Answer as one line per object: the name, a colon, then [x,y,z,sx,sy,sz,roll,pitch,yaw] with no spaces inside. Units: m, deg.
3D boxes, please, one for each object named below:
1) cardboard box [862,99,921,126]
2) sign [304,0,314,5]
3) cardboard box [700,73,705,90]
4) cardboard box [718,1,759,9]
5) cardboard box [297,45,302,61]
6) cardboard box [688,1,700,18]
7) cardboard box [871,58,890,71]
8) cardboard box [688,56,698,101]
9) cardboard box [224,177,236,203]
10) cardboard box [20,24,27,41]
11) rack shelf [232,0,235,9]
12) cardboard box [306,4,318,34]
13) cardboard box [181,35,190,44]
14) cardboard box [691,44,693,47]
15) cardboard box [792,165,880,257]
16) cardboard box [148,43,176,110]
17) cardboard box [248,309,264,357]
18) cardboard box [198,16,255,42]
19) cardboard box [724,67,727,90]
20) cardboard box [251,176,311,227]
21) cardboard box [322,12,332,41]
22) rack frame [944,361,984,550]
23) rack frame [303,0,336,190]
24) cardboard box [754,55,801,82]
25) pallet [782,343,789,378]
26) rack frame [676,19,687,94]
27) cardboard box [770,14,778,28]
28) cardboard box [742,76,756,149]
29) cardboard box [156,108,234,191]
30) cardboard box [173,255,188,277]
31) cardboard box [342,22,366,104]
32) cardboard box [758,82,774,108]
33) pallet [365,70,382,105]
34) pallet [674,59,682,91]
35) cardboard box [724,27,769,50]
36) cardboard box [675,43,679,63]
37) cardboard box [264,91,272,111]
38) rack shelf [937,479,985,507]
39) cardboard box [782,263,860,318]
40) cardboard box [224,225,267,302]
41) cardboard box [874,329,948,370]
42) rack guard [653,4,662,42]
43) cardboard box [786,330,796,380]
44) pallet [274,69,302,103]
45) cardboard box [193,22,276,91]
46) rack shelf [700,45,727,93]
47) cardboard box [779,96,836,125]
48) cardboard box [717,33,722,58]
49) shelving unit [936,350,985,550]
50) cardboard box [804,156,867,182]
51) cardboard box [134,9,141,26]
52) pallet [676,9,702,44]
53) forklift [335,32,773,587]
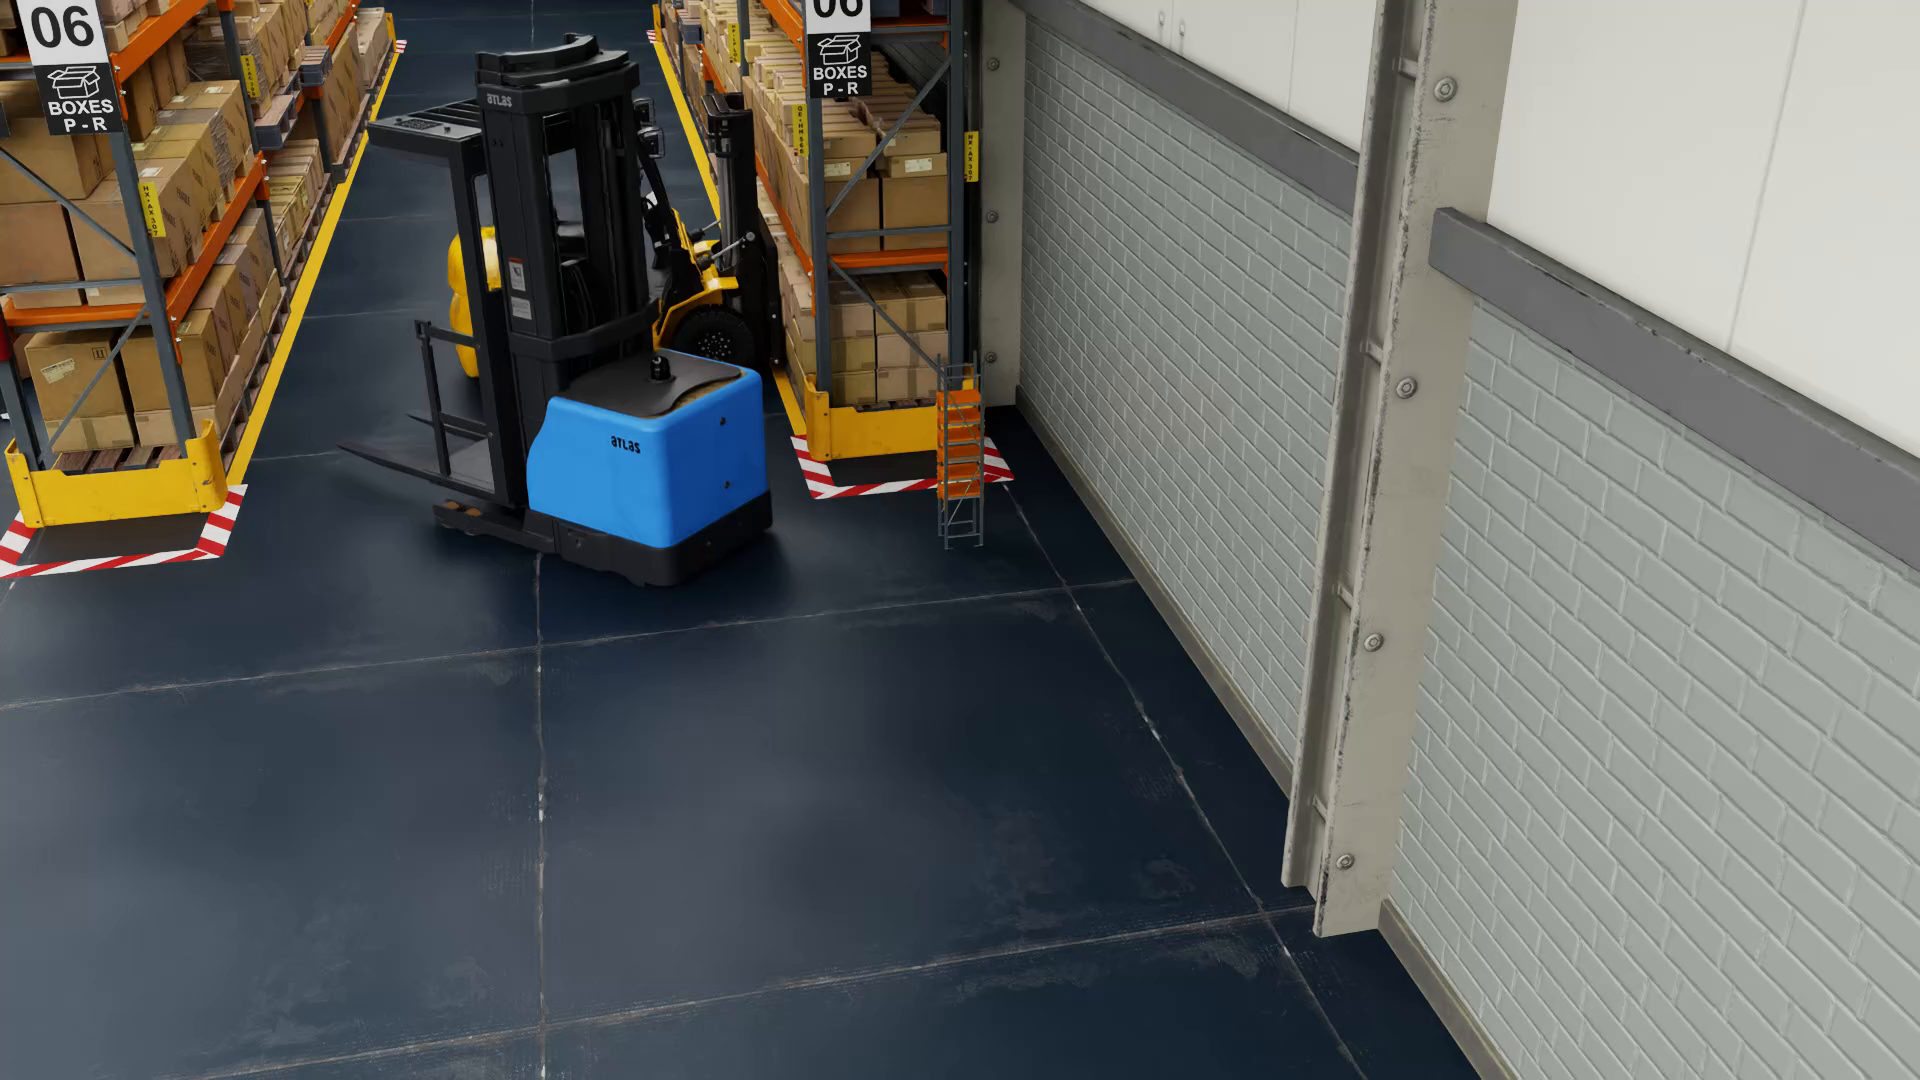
cardboard box: [-0.481,-2.994,11.692,0.380,0.149,0.250,-6,27,-11]
sign: [-6.584,-5.562,16.744,0.100,0.325,0.005,-6,27,-12]
cardboard box: [-2.725,-5.196,18.804,0.380,0.149,0.250,-7,28,-14]
cardboard box: [-2.189,-5.244,16.479,0.380,0.149,0.250,-6,27,-11]
cardboard box: [-6.527,-4.649,15.945,0.380,0.149,0.250,-7,28,-14]
cardboard box: [-2.797,-5.852,18.328,0.380,0.149,0.250,-5,27,-11]
cardboard box: [-0.763,-3.680,13.051,0.380,0.149,0.250,-6,27,-12]
cardboard box: [-3.049,-5.667,20.457,0.500,0.500,0.500,-7,28,-13]
cardboard box: [-5.608,-2.598,12.346,0.380,0.149,0.250,-6,27,-12]
cardboard box: [-5.775,-3.091,9.994,0.380,0.149,0.250,-5,27,-10]
rack shelf: [-6.660,-5.161,14.617,1.077,0.370,4.000,-6,27,-12]
cardboard box: [-6.984,-5.425,17.281,0.500,0.250,0.500,-6,27,-12]
cardboard box: [-6.537,-3.810,13.562,0.500,0.500,0.500,-6,27,-13]
cardboard box: [-3.218,-6.346,21.082,0.380,0.149,0.250,-7,28,-13]
cardboard box: [-0.839,-2.249,11.266,0.500,0.500,0.500,-7,28,-13]
cardboard box: [-6.228,-3.448,12.201,0.700,0.500,0.500,-6,27,-11]
cardboard box: [-5.574,-1.537,12.551,0.500,0.250,0.500,-6,27,-11]
cardboard box: [-5.971,-4.162,13.541,0.380,0.149,0.250,-6,27,-12]
cardboard box: [-1.943,-4.340,15.686,0.500,0.250,0.500,-6,27,-11]
cardboard box: [-6.654,-3.130,15.573,0.950,0.372,0.625,-5,27,-10]
cardboard box: [-7.221,-5.650,18.280,0.500,0.250,0.500,-5,27,-10]
rack frame: [0.024,-0.489,9.887,0.240,1.200,0.006,-6,27,-12]
rack frame: [-7.111,-5.022,16.870,1.000,3.000,0.127,-6,27,-12]
cardboard box: [-1.420,-3.728,13.146,0.380,0.149,0.250,-5,27,-10]
pallet: [-0.957,-1.636,13.258,1.003,0.211,1.213,-6,27,-12]
rack frame: [-3.177,-7.283,21.351,1.000,3.000,0.127,-6,27,-12]
cardboard box: [-1.640,-5.067,16.129,0.380,0.149,0.250,-5,27,-10]
cardboard box: [-1.528,-3.595,13.932,0.500,0.500,0.500,-7,28,-13]
cardboard box: [-5.623,-2.821,12.068,0.500,0.500,0.500,-5,27,-10]
cardboard box: [-5.234,-1.802,10.769,0.380,0.149,0.250,-7,28,-13]
cardboard box: [-7.794,-5.752,20.210,0.875,0.875,0.875,-5,27,-10]
cardboard box: [-1.372,-3.483,12.990,0.380,0.149,0.250,-6,27,-12]
pallet: [-8.107,-5.874,21.654,1.003,0.211,1.213,-6,27,-12]
pallet: [-3.331,-6.340,22.577,1.003,0.211,1.213,-6,27,-12]
cardboard box: [-1.936,-4.559,15.123,0.380,0.149,0.250,-7,28,-13]
cardboard box: [-3.669,-6.622,22.608,0.396,0.266,0.258,-5,27,-10]
cardboard box: [-6.074,-3.726,14.116,0.380,0.149,0.250,-5,27,-11]
rack shelf: [0.003,-0.275,10.095,0.258,0.103,0.180,-6,27,-12]
cardboard box: [-1.001,-1.816,11.994,0.500,0.250,0.500,-5,27,-11]
cardboard box: [-5.698,-2.105,12.844,0.500,0.500,0.500,-5,27,-11]
cardboard box: [-0.376,-1.426,11.777,0.500,0.250,0.500,-5,27,-11]
rack guard: [-4.061,-7.890,25.327,1.175,0.500,0.348,-6,27,-12]
cardboard box: [-0.989,-1.369,12.218,0.500,0.250,0.500,-6,27,-12]
pallet: [-6.625,-4.071,15.200,1.003,0.211,1.213,-6,27,-12]
cardboard box: [-6.149,-4.085,14.108,0.500,0.500,0.500,-6,27,-11]
rack shelf: [-1.825,-4.328,16.294,1.077,0.370,4.000,-6,27,-12]
cardboard box: [-1.080,-3.055,11.813,0.380,0.149,0.250,-5,27,-10]
cardboard box: [-2.062,-4.791,16.024,0.500,0.250,0.500,-6,27,-11]
shelving unit: [0.003,-0.529,9.967,0.258,1.200,0.189,-6,27,-12]
cardboard box: [-0.824,-2.473,10.990,0.380,0.149,0.250,-6,27,-11]
cardboard box: [-5.319,-3.247,10.304,0.380,0.149,0.250,-6,27,-12]
pallet: [-2.497,-5.732,18.490,1.213,0.211,1.003,-6,27,-12]
forklift: [-2.684,-1.519,10.007,3.031,2.935,1.130,16,31,28]
